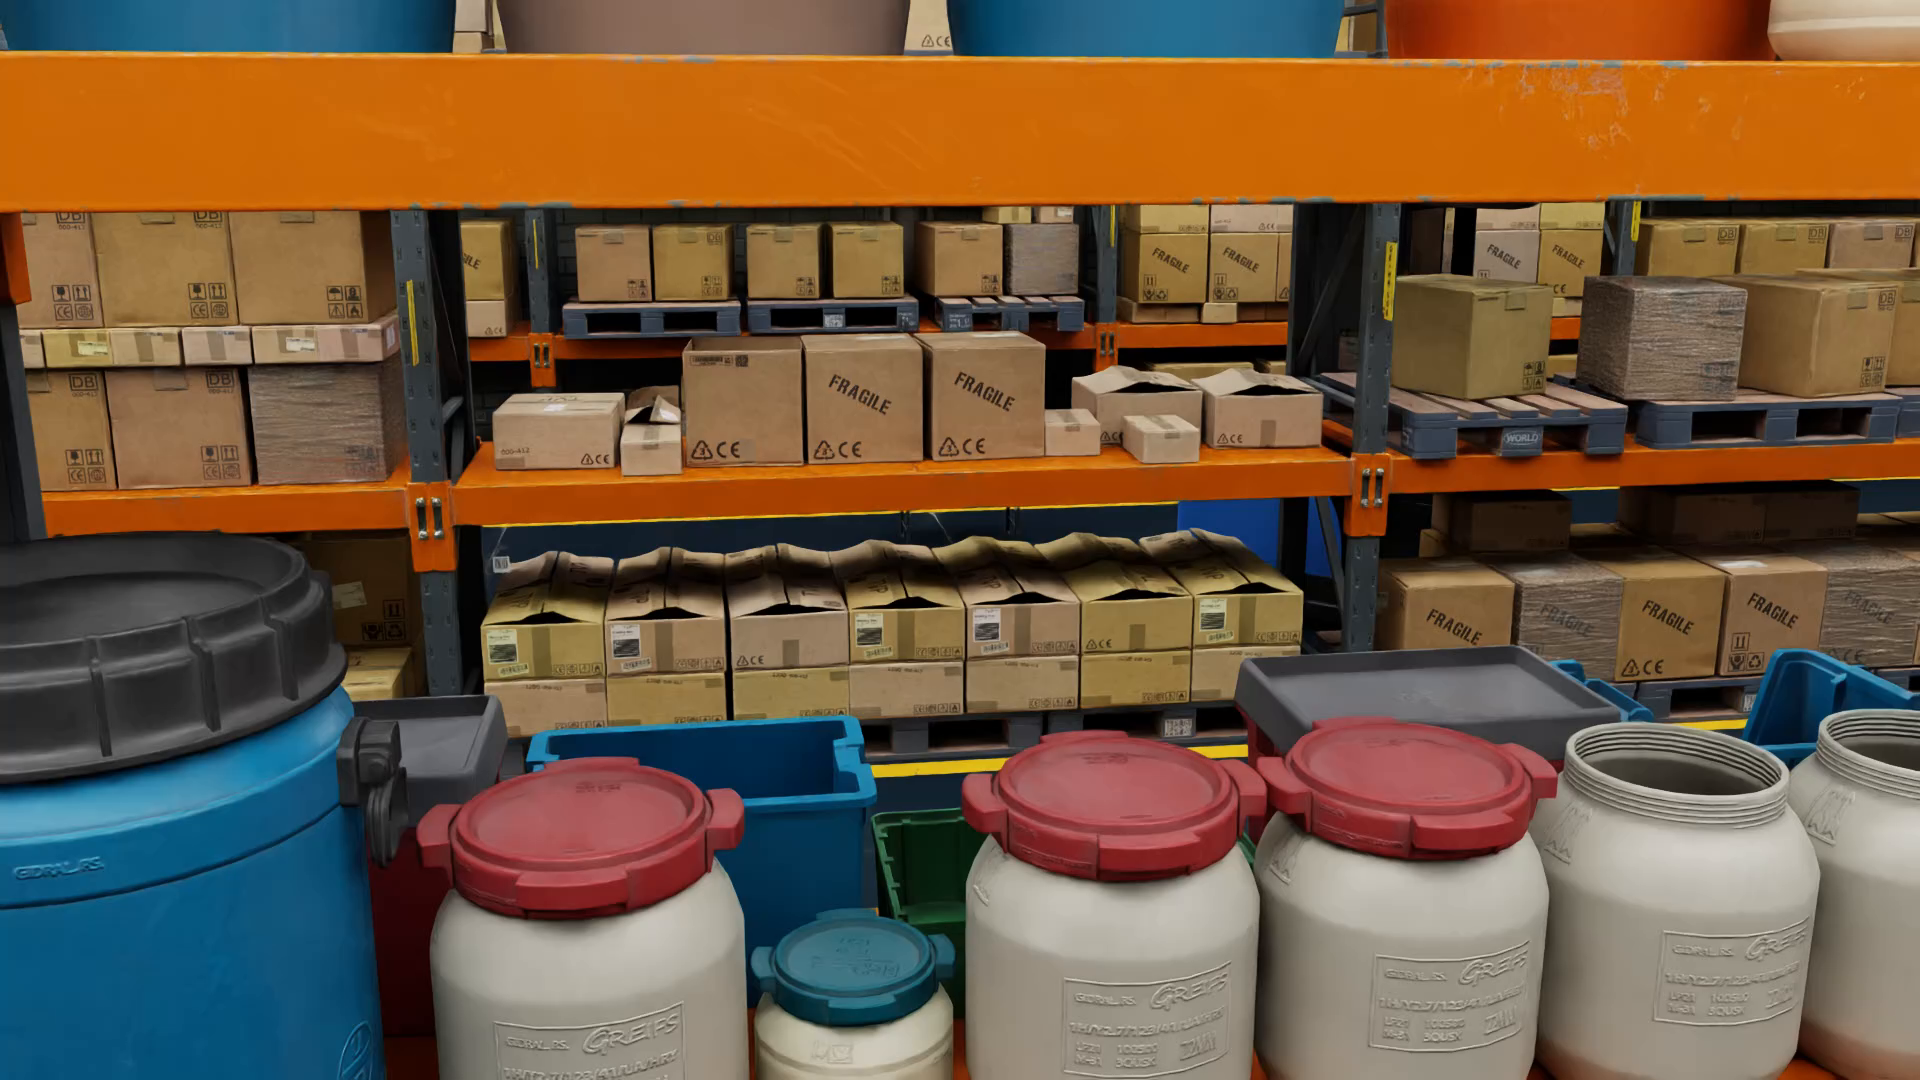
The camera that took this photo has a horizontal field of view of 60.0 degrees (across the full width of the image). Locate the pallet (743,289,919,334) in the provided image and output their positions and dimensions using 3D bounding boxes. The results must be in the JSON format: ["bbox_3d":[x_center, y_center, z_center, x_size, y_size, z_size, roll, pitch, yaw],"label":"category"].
[{"bbox_3d":[-0.959,-1.685,12.169,1.213,0.211,1.003,-2,14,-8],"label":"pallet"}]

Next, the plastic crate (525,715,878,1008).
[{"bbox_3d":[-0.442,0.561,2.850,0.575,0.384,0.392,-2,14,-8],"label":"plastic crate"}]

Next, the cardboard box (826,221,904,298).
[{"bbox_3d":[-0.699,-2.052,12.126,0.500,0.500,0.700,-2,14,-8],"label":"cardboard box"}]

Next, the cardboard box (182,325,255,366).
[{"bbox_3d":[-2.961,-0.806,6.732,0.250,0.149,0.380,-3,14,-10],"label":"cardboard box"}]

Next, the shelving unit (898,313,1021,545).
[{"bbox_3d":[-0.007,-0.727,11.038,0.755,1.500,0.431,-2,14,-8],"label":"shelving unit"}]

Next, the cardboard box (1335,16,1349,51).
[{"bbox_3d":[2.529,-3.657,12.360,0.500,0.500,0.700,-1,14,-5],"label":"cardboard box"}]

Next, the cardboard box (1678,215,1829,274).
[{"bbox_3d":[6.209,-2.191,13.175,0.700,0.700,0.980,-2,14,-10],"label":"cardboard box"}]

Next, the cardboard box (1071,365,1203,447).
[{"bbox_3d":[0.821,-0.639,7.787,0.500,0.311,0.500,-2,14,-9],"label":"cardboard box"}]

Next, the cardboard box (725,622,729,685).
[{"bbox_3d":[-1.354,0.504,7.835,0.500,0.250,0.500,-2,14,-9],"label":"cardboard box"}]

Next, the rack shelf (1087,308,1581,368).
[{"bbox_3d":[2.970,-1.583,12.847,4.000,0.370,1.077,-2,14,-8],"label":"rack shelf"}]

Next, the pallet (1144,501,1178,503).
[{"bbox_3d":[1.783,-0.517,12.851,1.213,0.211,1.003,-2,14,-8],"label":"pallet"}]

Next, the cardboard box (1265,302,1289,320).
[{"bbox_3d":[2.364,-1.750,12.510,0.250,0.149,0.380,-2,14,-7],"label":"cardboard box"}]

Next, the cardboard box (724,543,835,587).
[{"bbox_3d":[-0.856,0.213,7.841,0.500,0.311,0.500,-2,14,-8],"label":"cardboard box"}]

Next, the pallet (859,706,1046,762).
[{"bbox_3d":[-0.289,0.748,7.804,1.213,0.211,1.003,-2,14,-8],"label":"pallet"}]

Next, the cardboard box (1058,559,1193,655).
[{"bbox_3d":[0.740,0.288,7.542,0.500,0.311,0.500,-2,14,-9],"label":"cardboard box"}]

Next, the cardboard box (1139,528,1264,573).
[{"bbox_3d":[1.173,0.138,8.141,0.500,0.311,0.500,-2,14,-6],"label":"cardboard box"}]

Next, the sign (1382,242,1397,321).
[{"bbox_3d":[1.820,-1.096,7.047,0.005,0.325,0.100,-2,14,-8],"label":"sign"}]

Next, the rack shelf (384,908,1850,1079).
[{"bbox_3d":[0.491,0.945,2.767,4.000,0.370,1.077,-2,14,-8],"label":"rack shelf"}]

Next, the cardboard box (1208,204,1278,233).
[{"bbox_3d":[2.011,-2.400,12.225,0.500,0.250,0.500,-2,14,-9],"label":"cardboard box"}]

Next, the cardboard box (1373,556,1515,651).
[{"bbox_3d":[2.227,0.383,7.762,0.500,0.500,0.500,-1,14,-6],"label":"cardboard box"}]

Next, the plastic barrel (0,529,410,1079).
[{"bbox_3d":[-1.060,0.484,2.095,0.708,0.901,0.600,-2,14,-8],"label":"plastic barrel"}]

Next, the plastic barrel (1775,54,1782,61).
[{"bbox_3d":[1.624,-1.197,2.632,0.600,0.901,0.600,0,14,0],"label":"plastic barrel"}]

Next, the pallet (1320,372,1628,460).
[{"bbox_3d":[2.394,-0.617,7.908,1.003,0.211,1.213,-2,14,-8],"label":"pallet"}]

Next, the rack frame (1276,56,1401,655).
[{"bbox_3d":[1.734,-0.668,7.720,0.127,3.000,1.000,-2,14,-8],"label":"rack frame"}]

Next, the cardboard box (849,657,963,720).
[{"bbox_3d":[-0.265,0.596,7.468,0.500,0.250,0.500,-2,14,-7],"label":"cardboard box"}]

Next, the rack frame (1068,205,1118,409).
[{"bbox_3d":[0.993,-1.860,12.471,0.127,3.000,1.000,-2,14,-8],"label":"rack frame"}]

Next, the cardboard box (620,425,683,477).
[{"bbox_3d":[-1.314,-0.384,7.104,0.250,0.149,0.380,-2,14,-8],"label":"cardboard box"}]

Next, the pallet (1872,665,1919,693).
[{"bbox_3d":[4.891,0.578,8.483,1.213,0.211,1.003,-2,14,-8],"label":"pallet"}]

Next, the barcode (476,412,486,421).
[{"bbox_3d":[-3.532,-0.909,12.256,0.075,0.075,0.001,-2,14,-8],"label":"barcode"}]

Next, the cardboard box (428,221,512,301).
[{"bbox_3d":[-3.384,-1.924,11.452,0.500,0.500,0.500,-2,14,-8],"label":"cardboard box"}]

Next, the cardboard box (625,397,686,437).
[{"bbox_3d":[-2.237,-0.746,12.265,0.500,0.500,0.700,-2,14,-6],"label":"cardboard box"}]

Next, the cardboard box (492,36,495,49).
[{"bbox_3d":[-3.485,-3.271,11.684,0.500,0.500,0.500,-2,14,-6],"label":"cardboard box"}]

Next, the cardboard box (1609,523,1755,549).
[{"bbox_3d":[3.654,0.201,8.487,0.500,0.500,0.500,-3,14,-10],"label":"cardboard box"}]

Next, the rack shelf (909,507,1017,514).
[{"bbox_3d":[-0.007,-0.411,11.118,0.720,0.370,0.431,-2,14,-8],"label":"rack shelf"}]

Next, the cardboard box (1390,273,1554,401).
[{"bbox_3d":[2.340,-0.970,7.856,0.500,0.500,0.700,-7,16,-27],"label":"cardboard box"}]

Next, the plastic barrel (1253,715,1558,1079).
[{"bbox_3d":[0.645,0.578,2.470,0.433,0.535,0.433,0,14,0],"label":"plastic barrel"}]

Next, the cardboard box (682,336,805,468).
[{"bbox_3d":[-0.938,-0.615,7.301,0.500,0.500,0.500,-1,14,-4],"label":"cardboard box"}]

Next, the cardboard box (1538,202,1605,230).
[{"bbox_3d":[4.524,-2.492,12.594,0.500,0.250,0.500,-2,14,-7],"label":"cardboard box"}]

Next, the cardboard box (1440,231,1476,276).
[{"bbox_3d":[3.528,-2.093,12.542,0.500,0.500,0.500,-2,14,-8],"label":"cardboard box"}]

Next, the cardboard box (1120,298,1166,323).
[{"bbox_3d":[1.353,-1.704,12.324,0.250,0.149,0.380,-2,14,-9],"label":"cardboard box"}]

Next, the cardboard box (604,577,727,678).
[{"bbox_3d":[-1.280,0.363,7.245,0.500,0.311,0.500,-2,14,-9],"label":"cardboard box"}]

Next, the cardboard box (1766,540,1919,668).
[{"bbox_3d":[4.258,0.307,8.067,0.500,0.500,0.500,-2,14,-8],"label":"cardboard box"}]

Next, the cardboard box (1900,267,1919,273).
[{"bbox_3d":[5.188,-1.102,8.381,0.500,0.500,0.700,-7,16,-27],"label":"cardboard box"}]

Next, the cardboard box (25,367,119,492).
[{"bbox_3d":[-3.676,-0.516,6.908,0.500,0.500,0.700,-2,14,-7],"label":"cardboard box"}]

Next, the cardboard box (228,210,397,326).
[{"bbox_3d":[-2.659,-1.183,6.902,0.500,0.500,0.700,-2,14,-8],"label":"cardboard box"}]

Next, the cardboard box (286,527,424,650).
[{"bbox_3d":[-2.726,0.185,7.567,0.500,0.500,0.500,-2,14,-8],"label":"cardboard box"}]

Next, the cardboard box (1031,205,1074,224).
[{"bbox_3d":[0.656,-2.416,12.247,0.250,0.149,0.380,-4,15,-16],"label":"cardboard box"}]

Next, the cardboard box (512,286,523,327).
[{"bbox_3d":[-3.459,-1.686,12.046,0.500,0.250,0.500,-2,14,-8],"label":"cardboard box"}]

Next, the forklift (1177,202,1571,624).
[{"bbox_3d":[2.743,-0.944,8.959,3.031,2.935,1.130,10,17,34],"label":"forklift"}]

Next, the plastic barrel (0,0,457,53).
[{"bbox_3d":[-1.016,-1.100,2.246,0.708,0.901,0.600,-2,14,-8],"label":"plastic barrel"}]
